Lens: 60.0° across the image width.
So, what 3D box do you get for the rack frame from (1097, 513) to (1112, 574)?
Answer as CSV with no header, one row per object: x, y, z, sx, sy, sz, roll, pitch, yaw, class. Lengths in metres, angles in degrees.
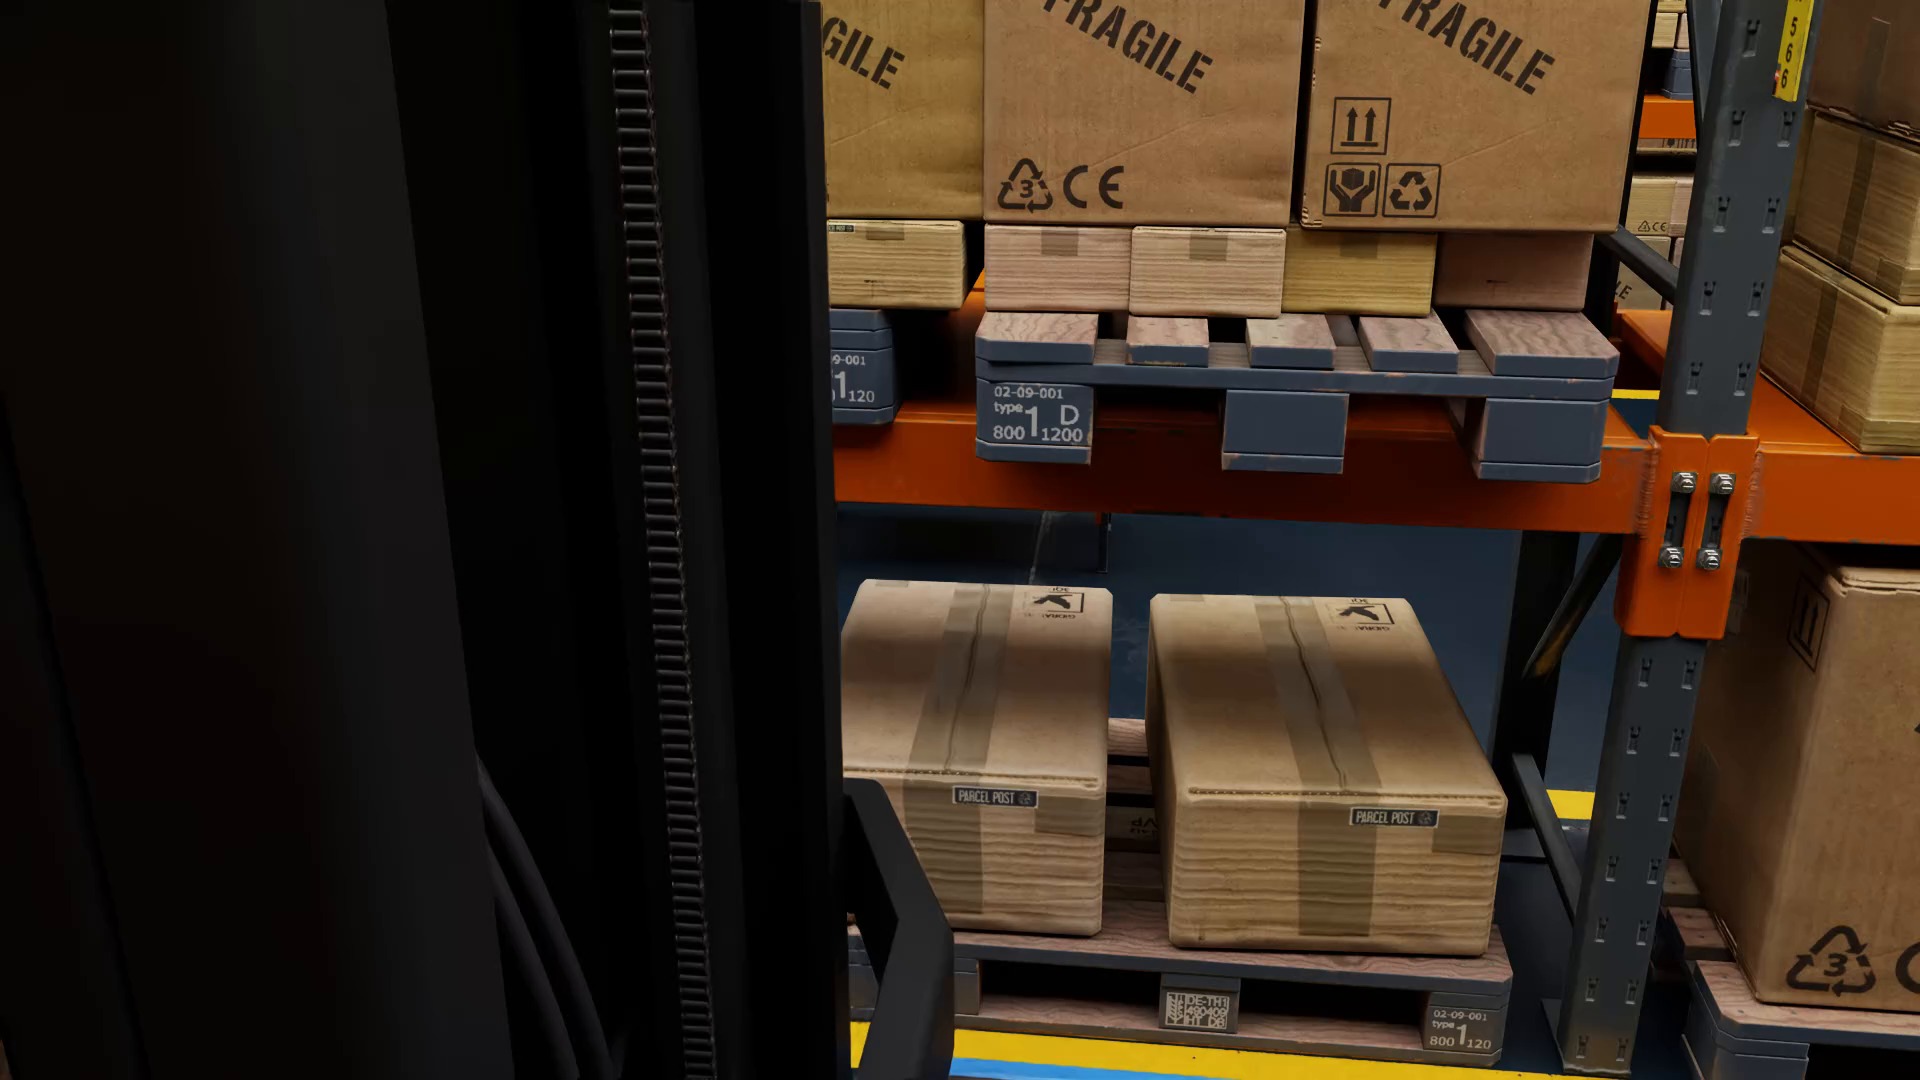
0.512,-0.501,5.677,0.032,1.125,0.500,2,22,6,rack frame

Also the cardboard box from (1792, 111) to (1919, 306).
1.785,-0.573,2.832,0.500,0.250,0.500,2,22,6,cardboard box

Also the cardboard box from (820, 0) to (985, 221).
-0.189,-0.860,2.923,0.500,0.500,0.500,1,22,3,cardboard box

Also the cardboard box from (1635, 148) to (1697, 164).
3.509,-1.736,8.059,0.500,0.250,0.500,3,22,8,cardboard box

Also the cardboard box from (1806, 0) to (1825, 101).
1.855,-1.107,3.163,0.500,0.500,0.500,2,22,5,cardboard box

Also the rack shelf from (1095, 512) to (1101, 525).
0.007,-0.295,5.822,1.000,0.278,0.538,2,22,6,rack shelf

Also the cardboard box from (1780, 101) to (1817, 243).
1.822,-0.756,3.297,0.500,0.250,0.500,2,22,6,cardboard box

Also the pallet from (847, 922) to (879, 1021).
-0.673,0.687,3.916,1.213,0.211,1.003,2,22,6,pallet

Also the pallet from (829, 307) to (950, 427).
-0.660,-0.503,3.394,1.213,0.211,1.003,2,22,6,pallet

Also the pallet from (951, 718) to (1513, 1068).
0.535,0.740,3.780,1.213,0.211,1.003,2,22,6,pallet

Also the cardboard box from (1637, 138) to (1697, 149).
4.924,-3.233,12.356,0.875,0.875,1.225,2,22,4,cardboard box

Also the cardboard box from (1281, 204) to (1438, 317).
0.683,-0.514,2.930,0.250,0.149,0.380,3,22,7,cardboard box

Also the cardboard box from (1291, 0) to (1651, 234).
0.827,-0.820,2.823,0.500,0.500,0.500,2,22,5,cardboard box

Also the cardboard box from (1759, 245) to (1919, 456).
1.767,-0.339,2.922,0.500,0.250,0.500,2,22,5,cardboard box

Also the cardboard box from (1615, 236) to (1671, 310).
2.965,-1.222,7.780,0.500,0.500,0.500,3,22,7,cardboard box

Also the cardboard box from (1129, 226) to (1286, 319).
0.428,-0.508,2.916,0.250,0.149,0.380,2,22,6,cardboard box

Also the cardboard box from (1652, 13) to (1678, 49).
3.016,-2.285,7.409,0.250,0.149,0.380,3,22,9,cardboard box

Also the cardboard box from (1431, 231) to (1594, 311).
0.958,-0.529,2.968,0.250,0.149,0.380,3,22,8,cardboard box

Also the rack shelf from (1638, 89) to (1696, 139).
3.779,-1.912,7.676,4.000,0.370,1.077,2,22,6,rack shelf

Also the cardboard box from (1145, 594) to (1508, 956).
0.751,0.477,3.657,0.625,0.372,0.950,1,22,3,cardboard box

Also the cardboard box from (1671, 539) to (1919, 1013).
1.987,0.331,3.341,0.875,0.875,0.875,2,22,6,cardboard box

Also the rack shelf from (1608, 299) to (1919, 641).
3.297,-0.101,3.094,4.000,0.370,1.077,2,22,6,rack shelf

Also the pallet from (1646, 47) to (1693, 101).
3.764,-2.174,7.619,1.213,0.211,1.003,2,22,6,pallet

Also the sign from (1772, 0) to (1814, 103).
1.257,-0.825,2.480,0.005,0.325,0.100,2,22,6,sign

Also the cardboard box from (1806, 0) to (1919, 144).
1.772,-0.923,2.698,0.500,0.500,0.500,2,22,5,cardboard box

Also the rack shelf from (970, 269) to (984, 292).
0.007,-0.795,5.625,1.000,0.278,0.538,2,22,6,rack shelf

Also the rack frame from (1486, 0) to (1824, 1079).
1.311,-0.522,3.180,0.127,3.000,1.000,2,22,6,rack frame

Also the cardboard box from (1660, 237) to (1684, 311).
3.476,-1.202,7.728,0.500,0.500,0.500,2,22,5,cardboard box

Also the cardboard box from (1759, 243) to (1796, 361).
1.844,-0.525,3.392,0.500,0.250,0.500,2,22,4,cardboard box

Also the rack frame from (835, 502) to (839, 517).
-0.498,-0.545,5.788,0.032,1.125,0.500,2,22,6,rack frame

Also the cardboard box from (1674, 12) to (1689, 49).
3.281,-2.274,7.383,0.250,0.149,0.380,3,22,8,cardboard box

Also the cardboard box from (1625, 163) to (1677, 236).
2.953,-1.575,7.653,0.500,0.250,0.500,2,22,6,cardboard box

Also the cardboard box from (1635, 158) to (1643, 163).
3.006,-1.763,8.129,0.500,0.250,0.500,3,22,7,cardboard box

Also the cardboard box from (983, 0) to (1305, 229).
0.312,-0.839,2.869,0.500,0.500,0.500,2,22,5,cardboard box

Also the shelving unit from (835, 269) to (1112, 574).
0.007,-0.523,5.732,1.048,1.125,0.538,2,22,6,shelving unit

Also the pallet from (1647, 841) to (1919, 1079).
2.085,0.836,3.537,1.213,0.211,1.003,2,22,6,pallet

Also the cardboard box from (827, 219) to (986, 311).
-0.096,-0.529,2.969,0.250,0.149,0.380,3,22,7,cardboard box

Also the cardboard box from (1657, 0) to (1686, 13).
3.035,-2.424,7.357,0.250,0.149,0.380,3,22,7,cardboard box

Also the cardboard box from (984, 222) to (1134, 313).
0.179,-0.522,2.951,0.250,0.149,0.380,1,22,4,cardboard box

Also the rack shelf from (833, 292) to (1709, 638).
-0.675,-0.274,3.531,4.000,0.370,1.077,2,22,6,rack shelf

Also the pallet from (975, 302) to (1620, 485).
0.591,-0.425,3.195,1.003,0.211,1.213,2,22,6,pallet

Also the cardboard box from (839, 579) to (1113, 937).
0.017,0.448,3.730,0.625,0.372,0.950,2,22,5,cardboard box

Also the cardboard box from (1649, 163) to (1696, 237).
3.443,-1.549,7.587,0.500,0.250,0.500,3,22,7,cardboard box

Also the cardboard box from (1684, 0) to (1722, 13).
3.282,-2.413,7.329,0.250,0.149,0.380,3,22,6,cardboard box
